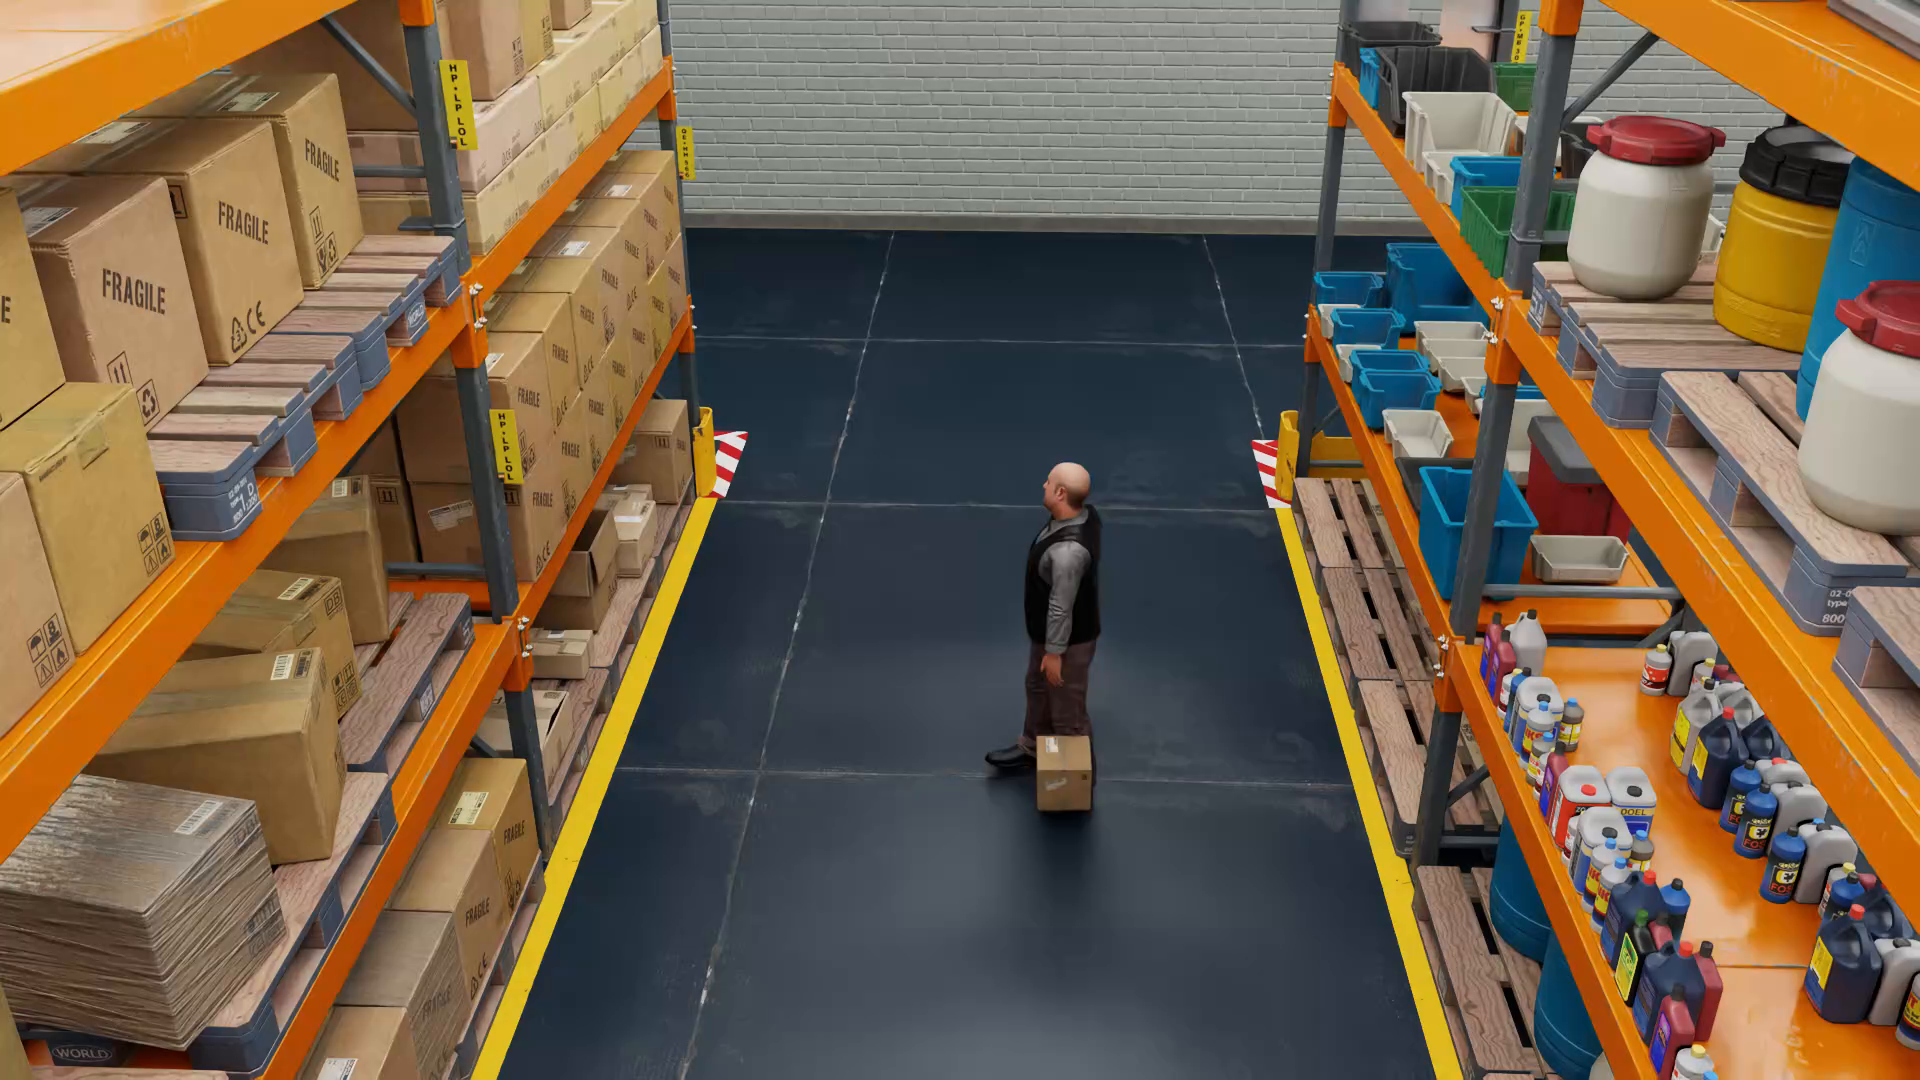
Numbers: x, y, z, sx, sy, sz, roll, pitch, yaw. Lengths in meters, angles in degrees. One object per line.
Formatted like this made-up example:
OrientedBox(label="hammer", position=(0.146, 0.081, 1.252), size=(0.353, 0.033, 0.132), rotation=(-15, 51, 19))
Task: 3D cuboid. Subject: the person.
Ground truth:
OrientedBox(label="person", position=(0.395, 0.430, 7.782), size=(0.550, 1.724, 0.600), rotation=(1, 28, 2))
